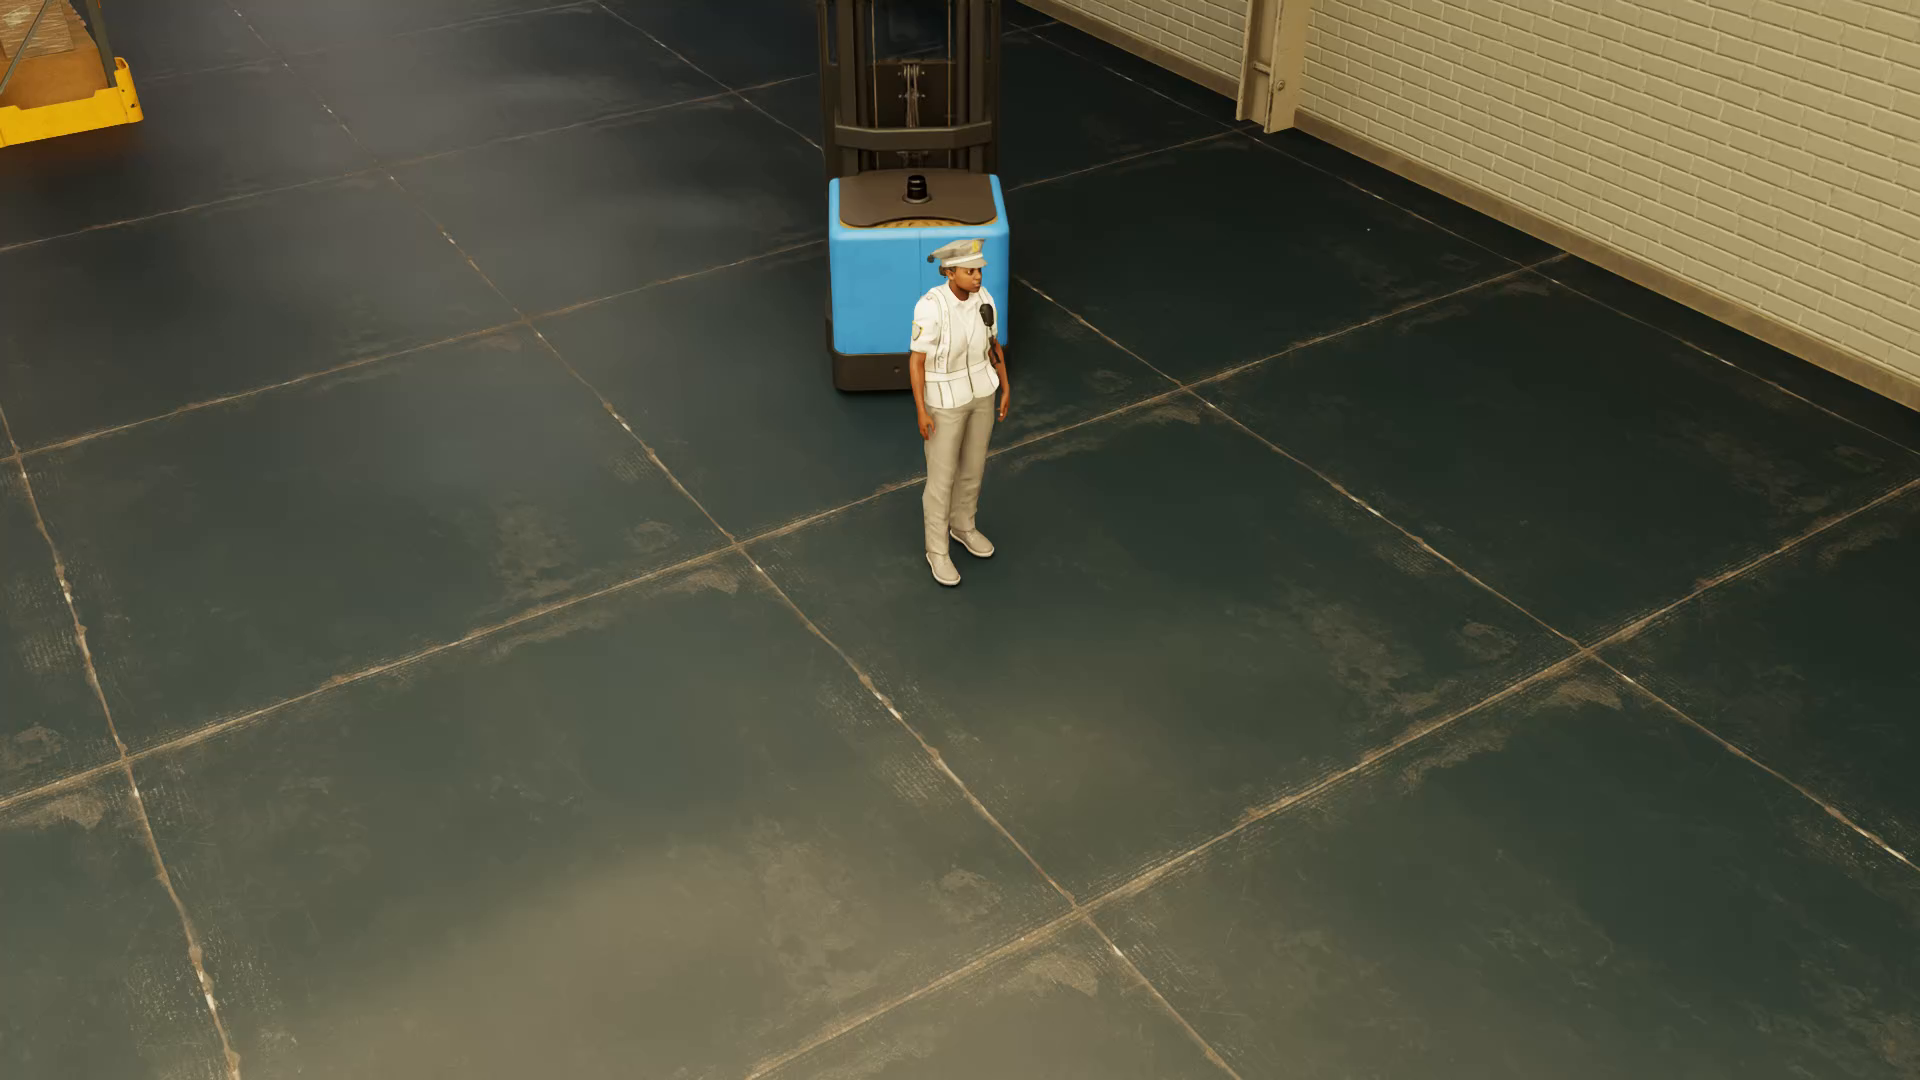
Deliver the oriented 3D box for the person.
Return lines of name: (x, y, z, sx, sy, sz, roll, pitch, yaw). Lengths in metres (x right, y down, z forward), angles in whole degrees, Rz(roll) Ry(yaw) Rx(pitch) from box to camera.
person: (0.024, -0.657, 8.145, 0.569, 1.695, 0.528, -21, 40, -27)

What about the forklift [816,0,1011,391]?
forklift: (-0.318, -2.904, 10.281, 1.130, 2.935, 3.031, -2, 35, -3)
